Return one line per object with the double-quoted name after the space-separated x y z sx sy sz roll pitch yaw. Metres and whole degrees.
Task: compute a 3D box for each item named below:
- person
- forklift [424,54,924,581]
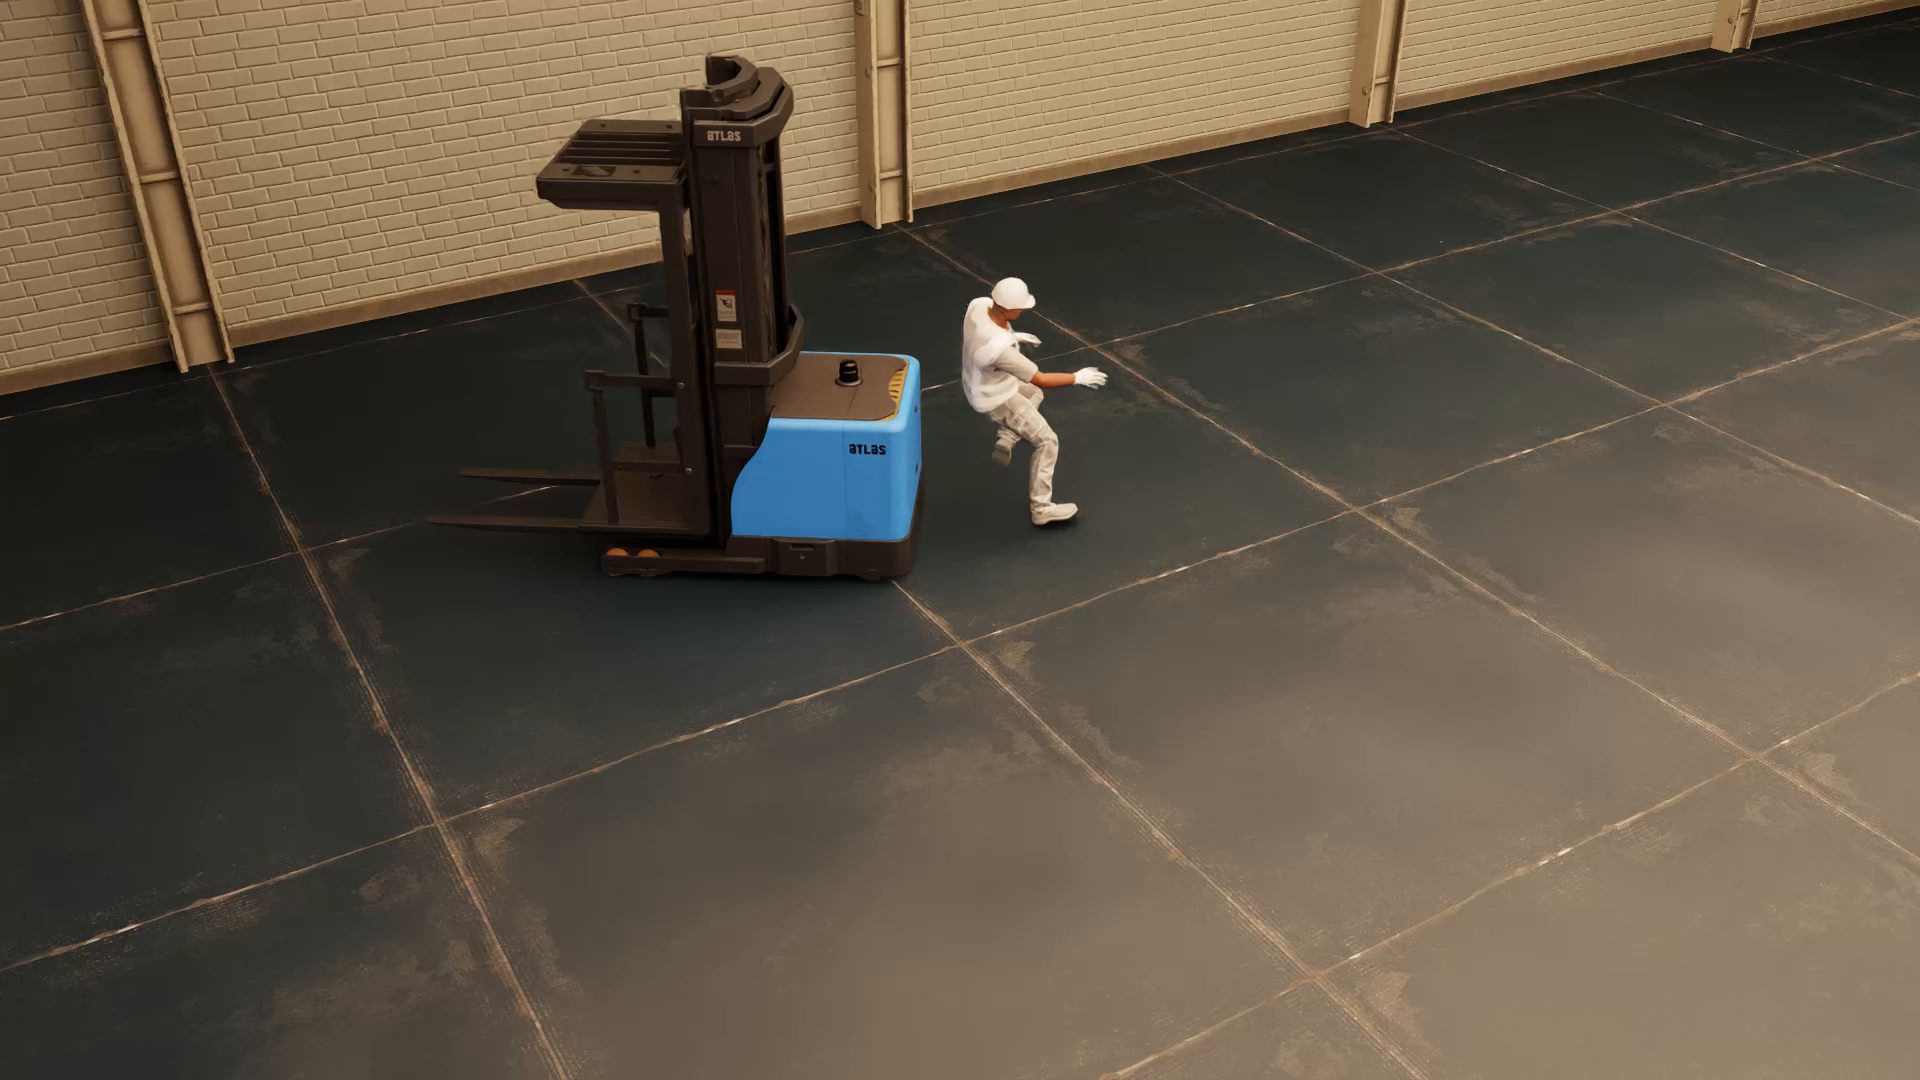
0.452 -0.969 10.527 0.826 1.570 0.850 -8 32 -13 "person"
-1.776 -1.298 9.815 3.031 2.935 1.130 2 31 3 "forklift"
